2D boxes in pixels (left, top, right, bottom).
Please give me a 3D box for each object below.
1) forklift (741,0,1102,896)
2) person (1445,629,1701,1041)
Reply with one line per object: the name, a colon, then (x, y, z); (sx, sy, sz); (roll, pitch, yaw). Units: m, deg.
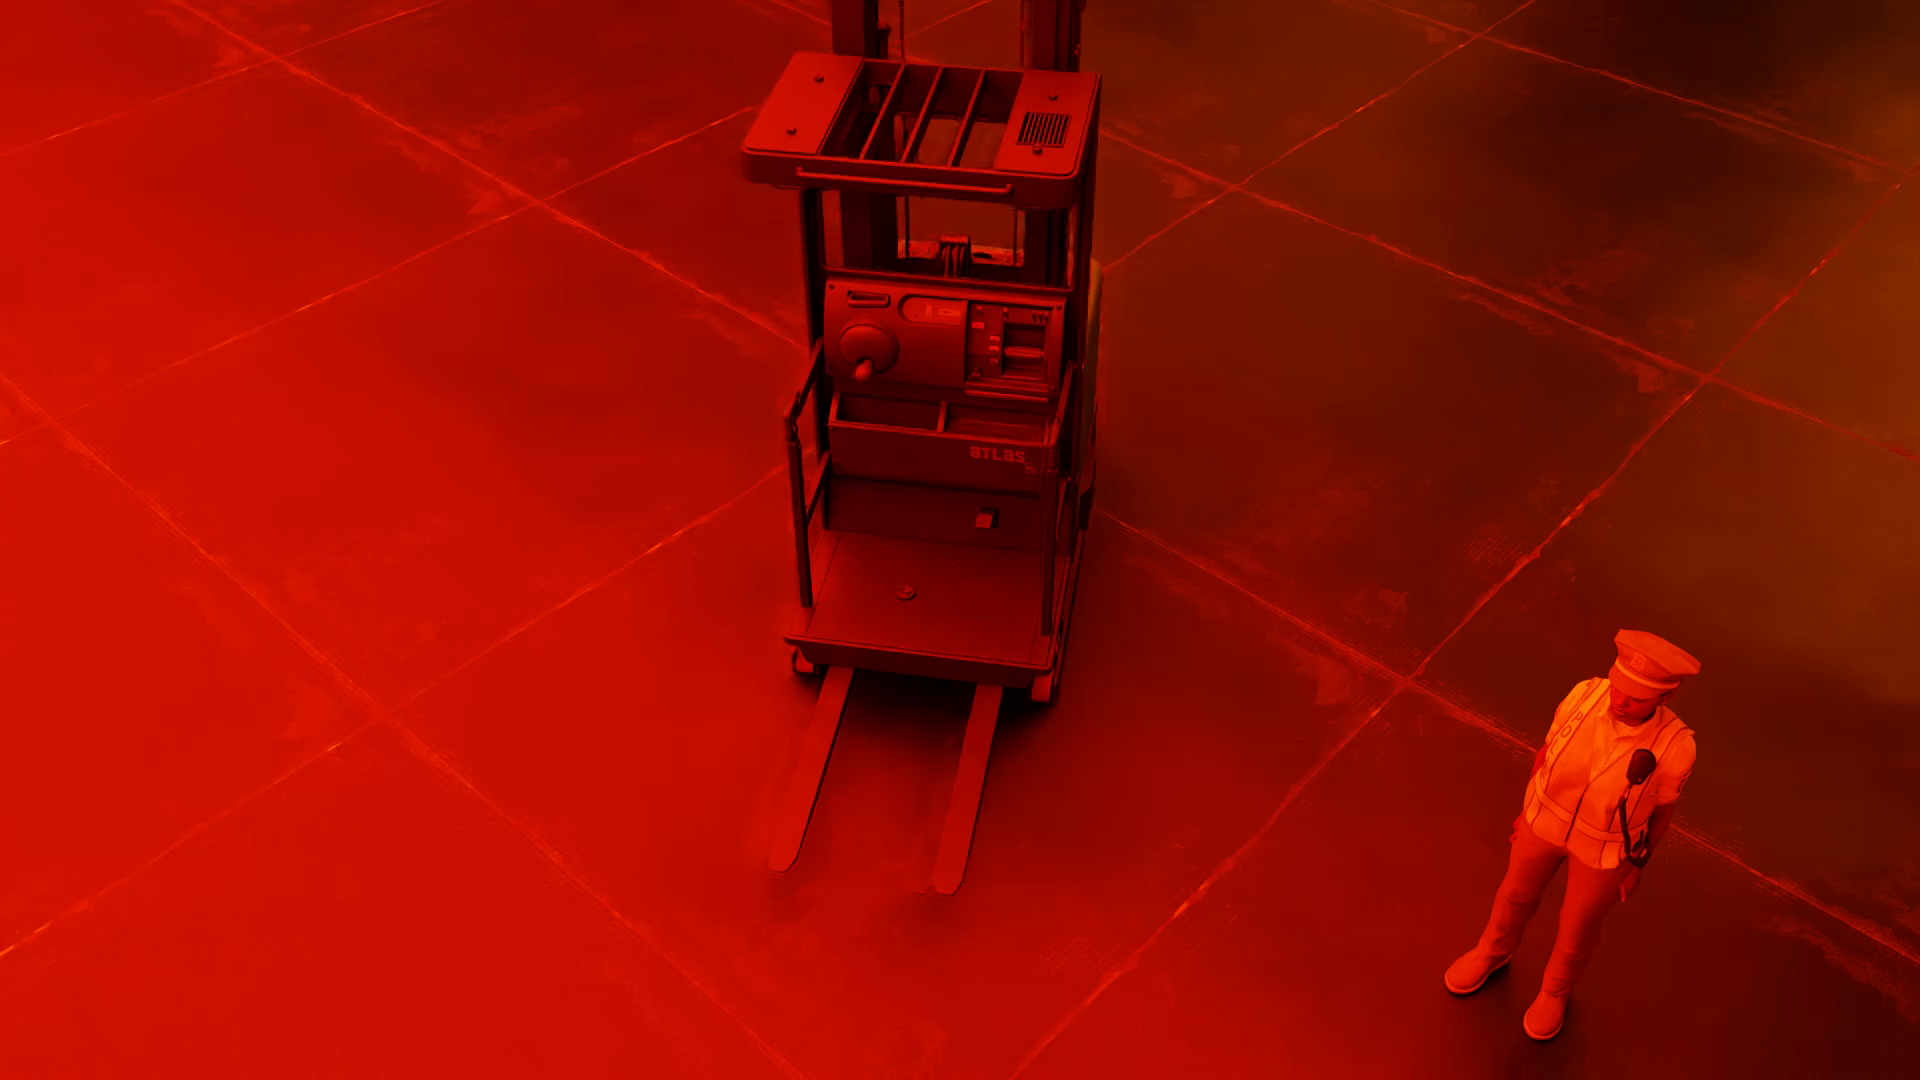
forklift: (-0.098, -0.696, 6.239); (1.130, 2.935, 3.031); (6, 41, 7)
person: (1.965, 0.937, 5.291); (0.452, 1.694, 0.352); (30, 49, 30)
